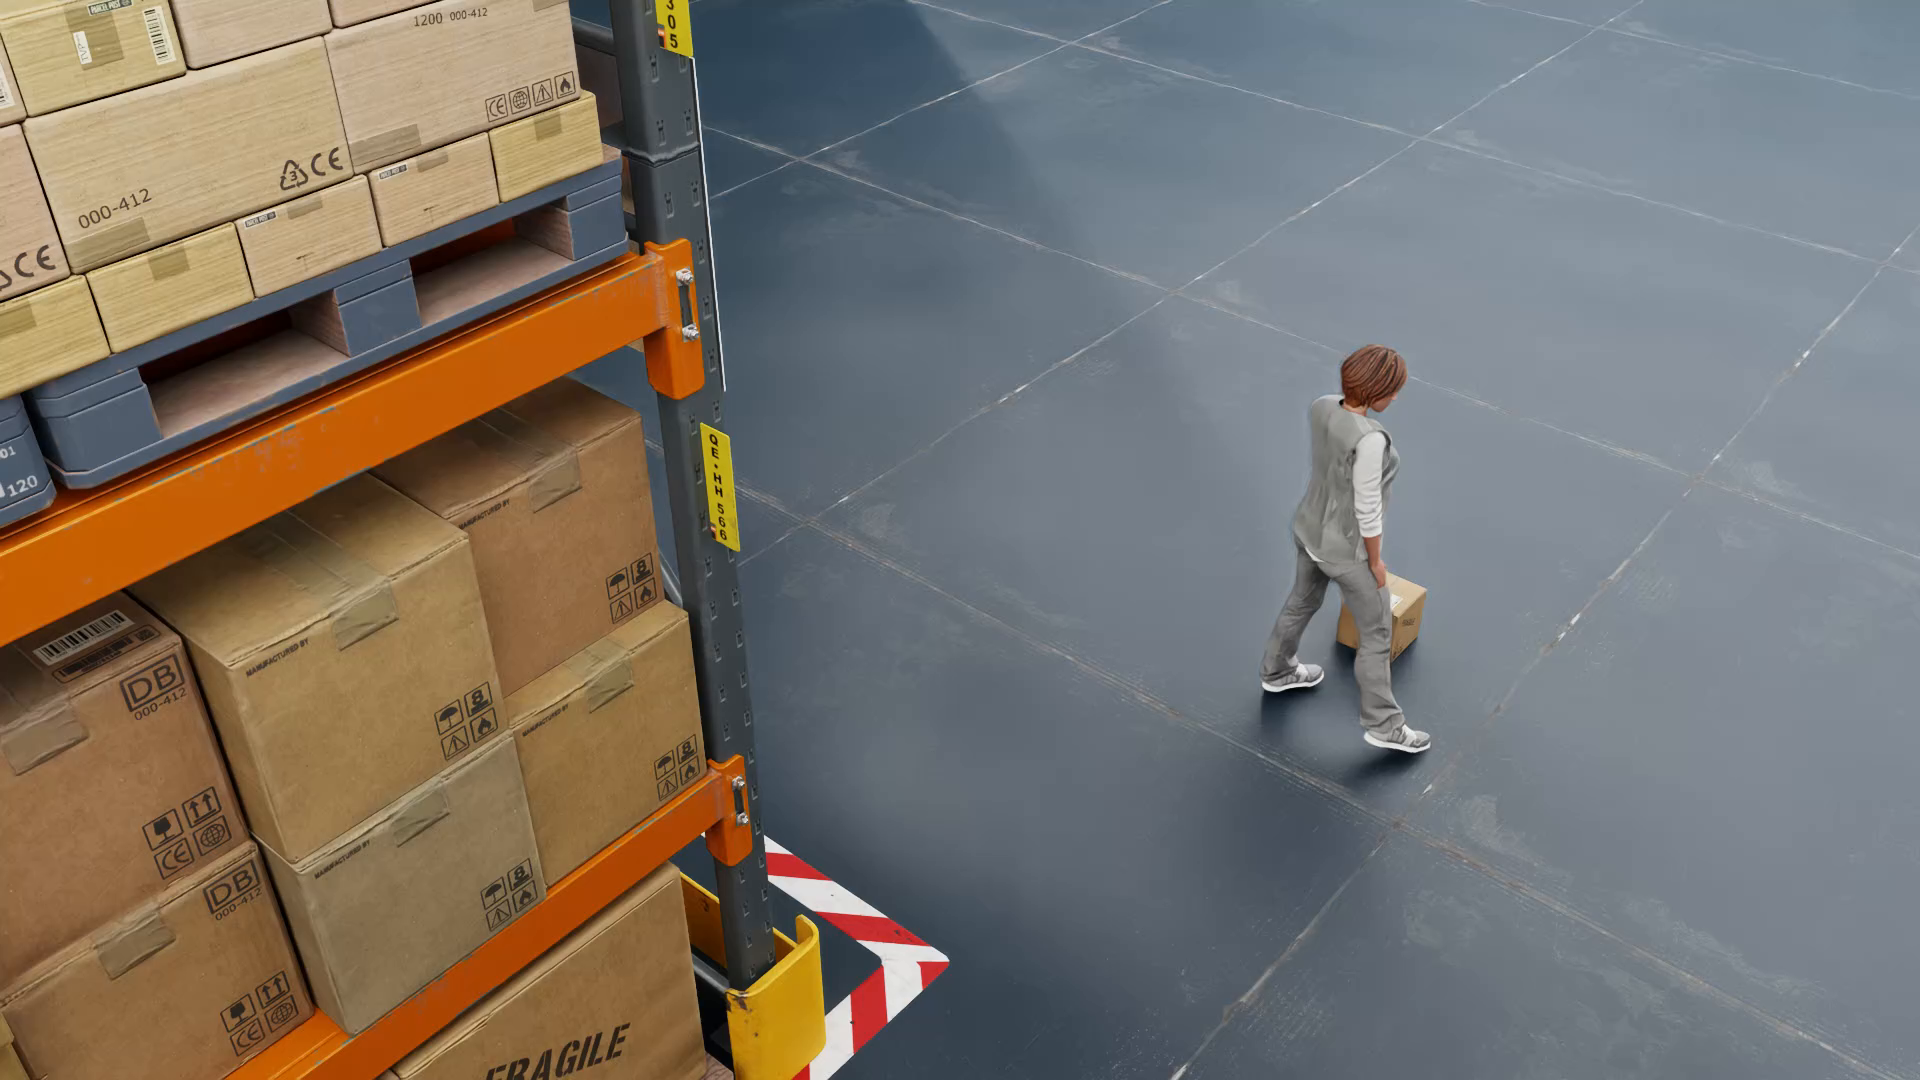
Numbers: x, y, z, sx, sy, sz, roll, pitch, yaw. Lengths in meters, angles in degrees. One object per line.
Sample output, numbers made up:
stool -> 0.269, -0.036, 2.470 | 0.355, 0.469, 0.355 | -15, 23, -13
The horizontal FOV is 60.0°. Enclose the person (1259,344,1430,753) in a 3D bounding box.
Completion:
person -> 1.490, 0.053, 6.073 | 0.467, 1.570, 0.608 | -12, 37, -17
